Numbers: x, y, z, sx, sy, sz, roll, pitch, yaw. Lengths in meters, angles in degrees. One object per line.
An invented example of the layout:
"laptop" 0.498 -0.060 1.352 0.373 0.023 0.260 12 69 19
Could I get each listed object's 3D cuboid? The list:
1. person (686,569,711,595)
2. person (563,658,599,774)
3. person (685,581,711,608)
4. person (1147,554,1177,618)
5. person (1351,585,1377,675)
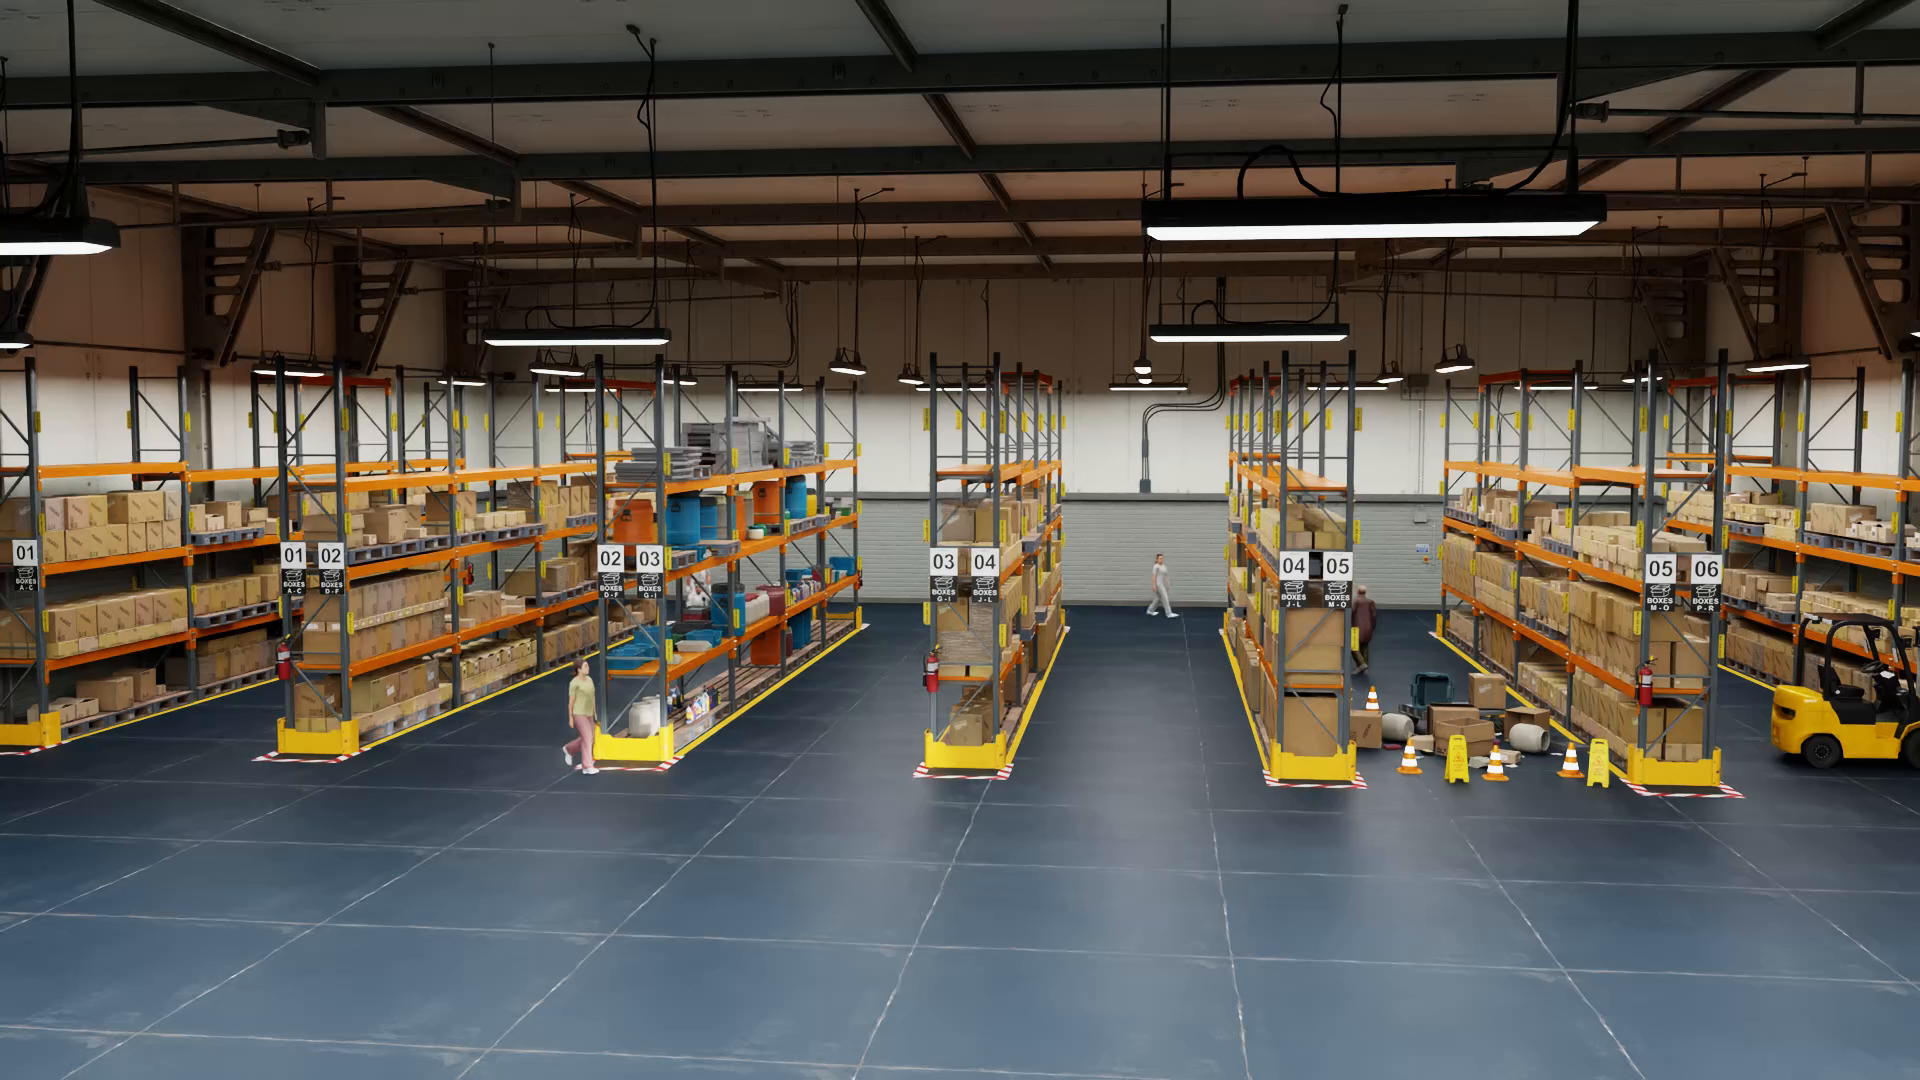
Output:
"person" -6.518 1.170 41.540 0.566 1.719 1.097 -2 5 -27
"person" -5.428 2.495 23.769 0.771 1.634 0.467 2 5 29
"person" -5.608 1.658 36.075 0.600 1.597 0.702 1 4 15
"person" 5.194 1.164 42.705 0.943 1.634 0.460 3 5 37
"person" 8.034 1.791 33.137 0.659 1.760 0.658 -1 4 -18
